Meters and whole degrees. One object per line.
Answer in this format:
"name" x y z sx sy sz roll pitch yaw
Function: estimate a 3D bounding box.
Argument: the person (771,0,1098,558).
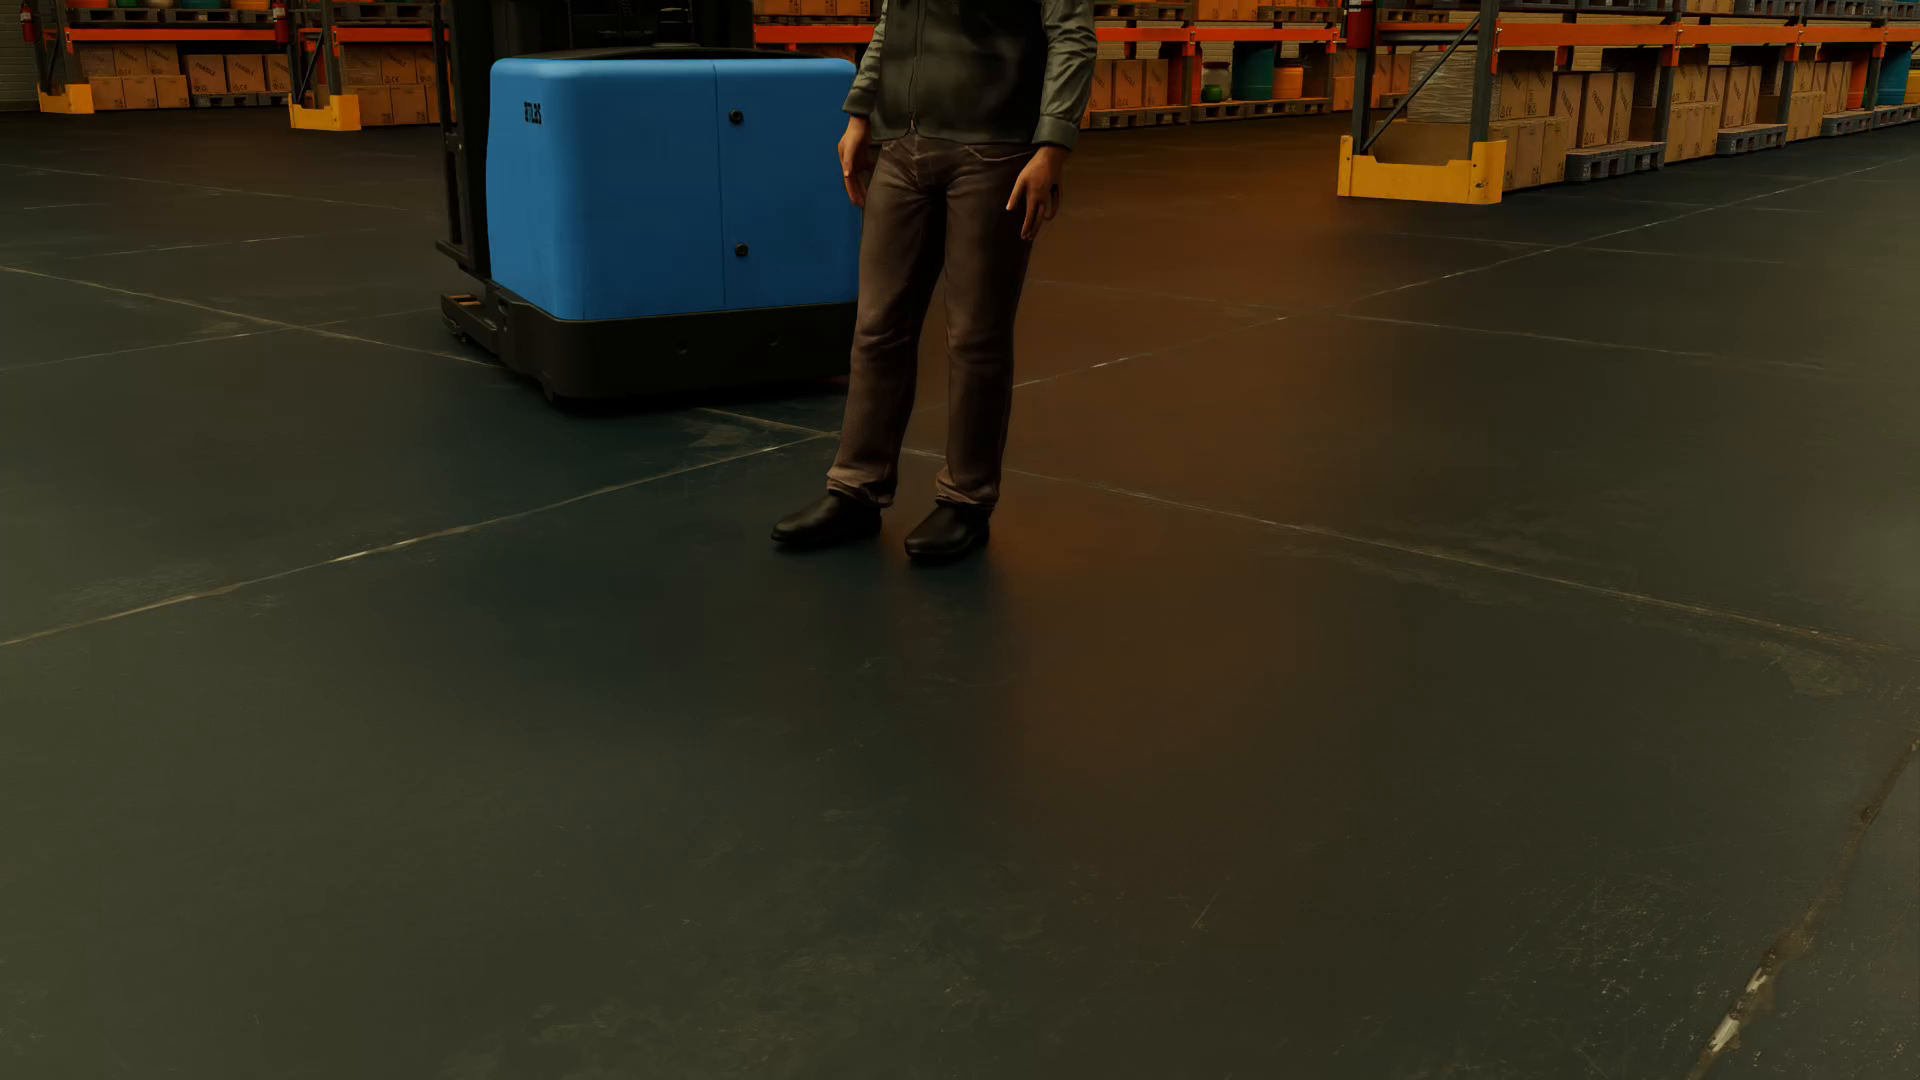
"person" -0.046 -0.818 3.648 0.633 1.722 0.566 13 21 37

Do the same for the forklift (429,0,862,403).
"forklift" -1.418 -2.219 6.204 1.130 2.935 3.031 -8 19 -26
